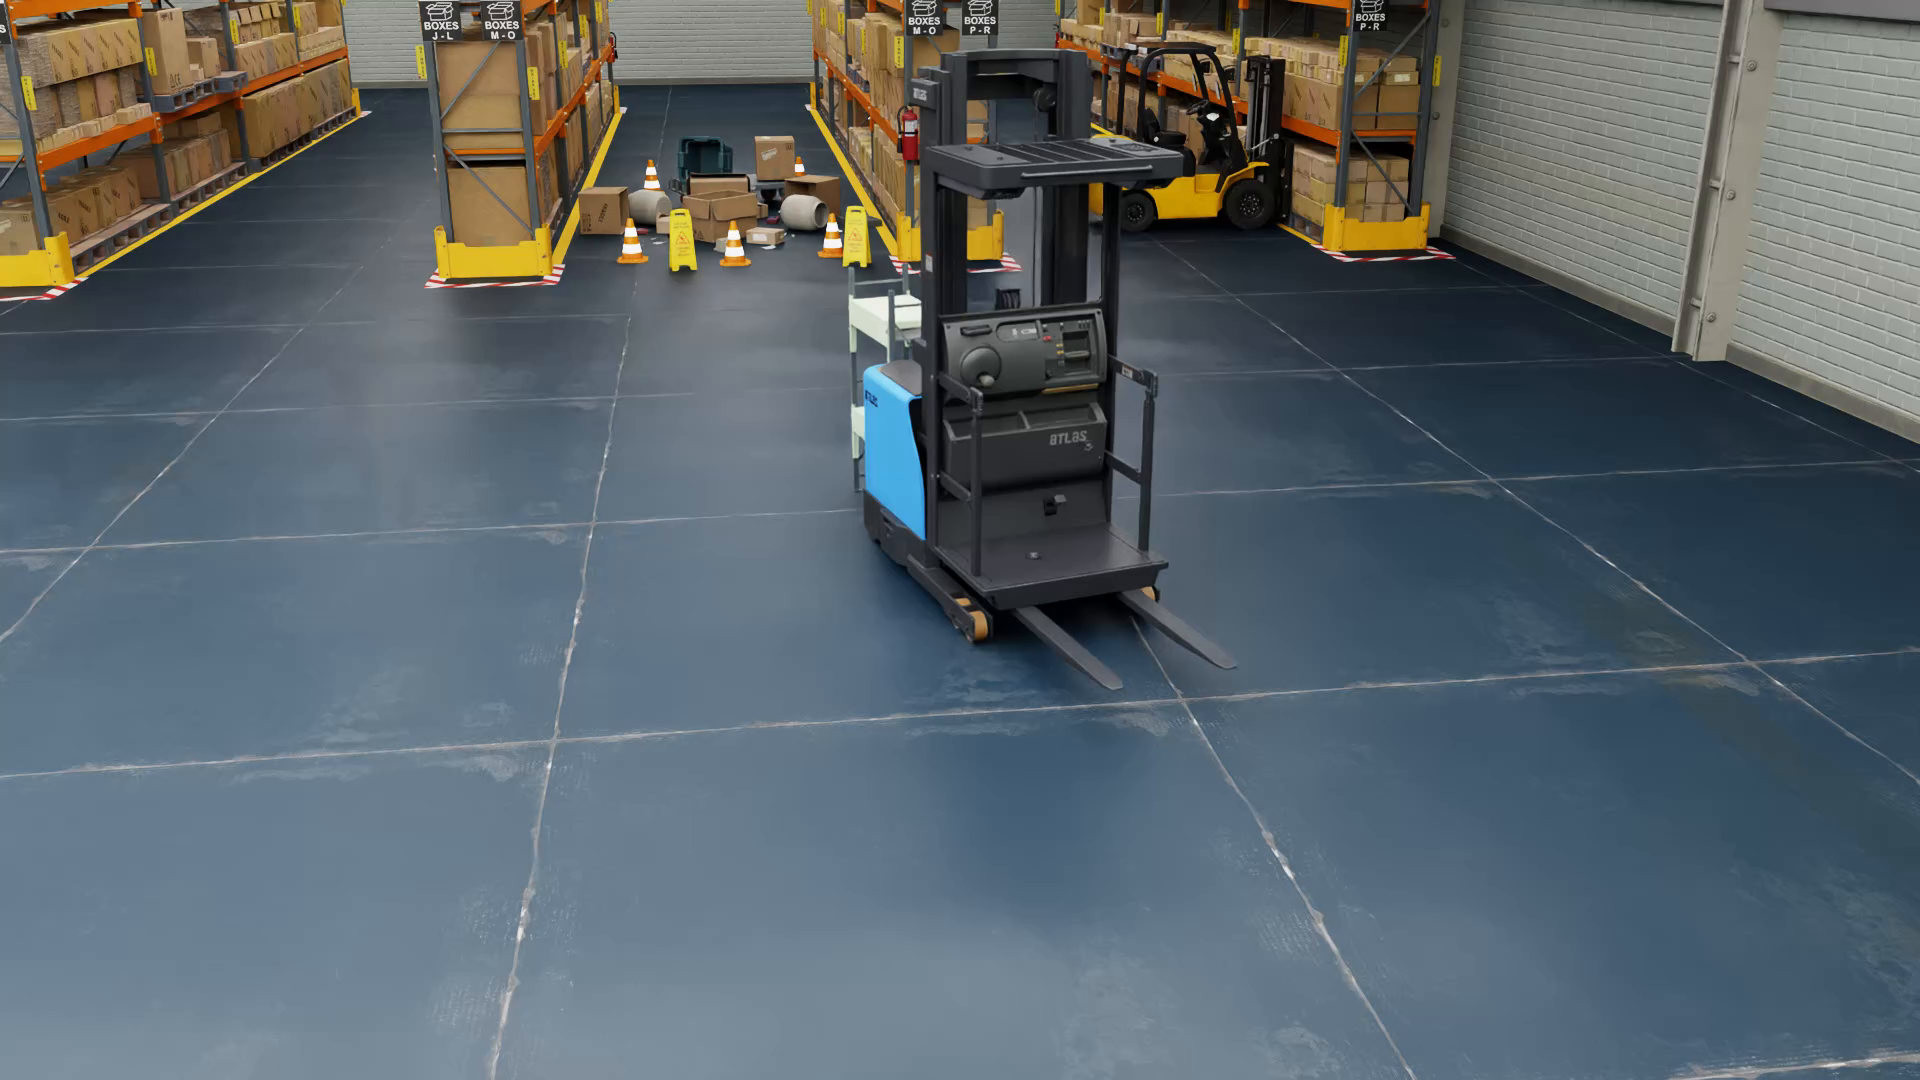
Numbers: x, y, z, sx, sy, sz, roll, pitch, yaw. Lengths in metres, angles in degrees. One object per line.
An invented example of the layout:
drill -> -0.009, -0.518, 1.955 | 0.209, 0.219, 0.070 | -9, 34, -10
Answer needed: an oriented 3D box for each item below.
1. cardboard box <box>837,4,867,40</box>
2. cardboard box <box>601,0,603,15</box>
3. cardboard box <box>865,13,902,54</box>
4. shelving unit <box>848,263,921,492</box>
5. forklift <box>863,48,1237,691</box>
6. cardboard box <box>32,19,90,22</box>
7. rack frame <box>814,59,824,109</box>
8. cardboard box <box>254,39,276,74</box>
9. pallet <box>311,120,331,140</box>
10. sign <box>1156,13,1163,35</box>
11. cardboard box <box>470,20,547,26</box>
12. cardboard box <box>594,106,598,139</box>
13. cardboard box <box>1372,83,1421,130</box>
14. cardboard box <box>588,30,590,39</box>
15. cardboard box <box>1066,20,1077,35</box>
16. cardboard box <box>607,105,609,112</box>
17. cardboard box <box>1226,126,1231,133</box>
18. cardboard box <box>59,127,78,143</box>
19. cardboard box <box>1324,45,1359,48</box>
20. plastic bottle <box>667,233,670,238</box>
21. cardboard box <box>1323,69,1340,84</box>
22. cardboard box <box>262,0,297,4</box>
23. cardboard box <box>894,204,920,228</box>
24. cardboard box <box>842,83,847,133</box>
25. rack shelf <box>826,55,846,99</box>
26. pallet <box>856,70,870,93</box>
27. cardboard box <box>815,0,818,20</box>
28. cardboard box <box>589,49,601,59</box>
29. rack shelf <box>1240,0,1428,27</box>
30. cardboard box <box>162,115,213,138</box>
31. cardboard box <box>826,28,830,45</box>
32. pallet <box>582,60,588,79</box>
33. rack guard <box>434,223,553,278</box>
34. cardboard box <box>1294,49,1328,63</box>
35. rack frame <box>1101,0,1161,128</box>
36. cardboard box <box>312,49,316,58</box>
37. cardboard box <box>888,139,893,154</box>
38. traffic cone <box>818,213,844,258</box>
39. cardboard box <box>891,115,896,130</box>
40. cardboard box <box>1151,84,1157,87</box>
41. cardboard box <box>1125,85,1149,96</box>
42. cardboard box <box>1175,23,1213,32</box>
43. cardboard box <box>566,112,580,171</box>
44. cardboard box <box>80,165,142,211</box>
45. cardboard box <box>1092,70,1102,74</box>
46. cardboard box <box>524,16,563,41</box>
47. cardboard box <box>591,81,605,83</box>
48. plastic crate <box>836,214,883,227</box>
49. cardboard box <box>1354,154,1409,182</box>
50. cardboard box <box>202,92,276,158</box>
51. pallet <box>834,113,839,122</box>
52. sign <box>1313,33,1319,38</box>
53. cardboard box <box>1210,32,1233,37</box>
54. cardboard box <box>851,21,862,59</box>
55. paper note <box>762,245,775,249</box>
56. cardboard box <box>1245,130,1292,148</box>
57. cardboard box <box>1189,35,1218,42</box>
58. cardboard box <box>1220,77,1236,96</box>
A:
cardboard box -> -1.670, -8.190, 26.284 | 0.500, 0.500, 0.500 | -3, 21, -7
cardboard box -> -6.743, -9.787, 30.136 | 0.500, 0.500, 0.500 | -4, 21, -10
cardboard box -> -0.829, -6.438, 21.168 | 0.700, 0.500, 0.500 | -3, 21, -8
shelving unit -> -0.382, -0.933, 10.572 | 0.431, 1.500, 0.755 | -8, 22, -21
forklift -> 0.438, -1.002, 8.710 | 1.130, 2.935, 3.031 | -8, 22, -21
cardboard box -> -10.671, -5.932, 19.816 | 0.500, 0.500, 0.500 | -3, 21, -8
rack frame -> -2.408, -10.101, 32.974 | 1.000, 3.000, 0.127 | -3, 21, -8
cardboard box -> -11.086, -7.589, 26.105 | 0.500, 0.500, 0.500 | -3, 21, -8
pallet -> -11.670, -7.177, 29.131 | 1.003, 0.211, 1.213 | -3, 21, -8
sign -> 3.121, -8.058, 25.961 | 0.100, 0.325, 0.005 | -3, 21, -8
cardboard box -> -5.542, -6.108, 20.526 | 0.875, 0.550, 0.550 | -3, 21, -8
cardboard box -> -6.215, -6.858, 27.264 | 0.500, 0.500, 0.500 | -3, 21, -9
cardboard box -> 5.014, -5.045, 19.295 | 0.500, 0.500, 0.500 | -2, 21, -6
cardboard box -> -6.462, -8.522, 28.080 | 0.380, 0.149, 0.250 | -2, 21, -6
cardboard box -> 2.375, -10.077, 32.698 | 0.500, 0.250, 0.500 | -3, 21, -7
cardboard box -> -6.752, -8.061, 30.985 | 0.380, 0.149, 0.250 | -3, 21, -7
cardboard box -> 4.147, -5.462, 23.348 | 0.875, 0.625, 0.625 | -2, 21, -5
cardboard box -> -9.837, -4.402, 18.074 | 0.380, 0.149, 0.250 | -3, 21, -8
cardboard box -> 4.737, -6.058, 20.655 | 0.380, 0.149, 0.250 | -2, 21, -6
plastic bottle -> -3.407, -3.629, 19.846 | 0.133, 0.061, 0.283 | -11, 23, -26
cardboard box -> 4.417, -5.357, 19.201 | 0.380, 0.149, 0.250 | -3, 21, -7
cardboard box -> -12.259, -9.490, 30.054 | 0.500, 0.500, 0.500 | -3, 21, -9
cardboard box -> -0.487, -3.745, 19.285 | 0.500, 0.250, 0.500 | -3, 21, -8
cardboard box -> -1.525, -7.395, 28.164 | 0.875, 0.875, 0.875 | -2, 21, -6
rack shelf -> -1.543, -7.687, 27.538 | 1.077, 0.370, 4.000 | -3, 21, -8
pallet -> -0.928, -6.558, 23.762 | 1.003, 0.211, 1.213 | -3, 21, -8
cardboard box -> -2.457, -10.079, 31.344 | 0.500, 0.500, 0.500 | -3, 21, -8
cardboard box -> -6.432, -8.428, 28.855 | 0.380, 0.149, 0.250 | -2, 21, -6
rack shelf -> 4.522, -6.574, 20.271 | 1.077, 0.370, 4.000 | -3, 21, -8
cardboard box -> -10.848, -5.804, 23.342 | 0.500, 0.250, 0.500 | -1, 20, -2
cardboard box -> -2.047, -8.714, 28.759 | 0.500, 0.250, 0.500 | -4, 21, -9
pallet -> -6.346, -7.198, 25.476 | 1.213, 0.211, 1.003 | -3, 21, -8
rack guard -> -4.981, -3.097, 17.795 | 1.175, 0.500, 0.348 | -3, 21, -8
cardboard box -> 4.267, -5.853, 20.106 | 0.380, 0.149, 0.250 | -3, 21, -7
rack frame -> 3.080, -8.968, 29.940 | 1.000, 3.000, 0.127 | -3, 21, -8
cardboard box -> -11.467, -8.491, 29.022 | 0.380, 0.149, 0.250 | -3, 21, -9
cardboard box -> -0.663, -4.692, 19.821 | 0.380, 0.149, 0.250 | -2, 21, -5
traffic cone -> -1.440, -3.457, 18.810 | 0.336, 0.463, 0.334 | -3, 21, -8
cardboard box -> -0.596, -4.822, 19.199 | 0.380, 0.149, 0.250 | -3, 21, -7
cardboard box -> 3.569, -7.923, 29.187 | 0.380, 0.149, 0.250 | -4, 21, -10
cardboard box -> 3.086, -7.797, 28.850 | 0.380, 0.149, 0.250 | -3, 21, -8
cardboard box -> 3.737, -8.013, 26.639 | 0.500, 0.500, 0.500 | -2, 21, -5
cardboard box -> -6.010, -5.672, 23.729 | 1.050, 0.750, 0.750 | -3, 21, -7
cardboard box -> -10.466, -4.332, 20.499 | 0.500, 0.500, 0.500 | -4, 21, -9
cardboard box -> 2.498, -9.163, 33.431 | 0.797, 0.503, 0.637 | -4, 21, -10
cardboard box -> -5.933, -7.053, 23.242 | 0.700, 0.500, 0.500 | -3, 21, -9
cardboard box -> -6.985, -8.696, 31.836 | 0.380, 0.149, 0.250 | -3, 21, -7
plastic crate -> -1.263, -3.994, 20.795 | 0.402, 0.080, 0.583 | -11, 23, -26
cardboard box -> 4.928, -4.366, 19.519 | 0.500, 0.250, 0.500 | -3, 21, -9
cardboard box -> -11.140, -6.273, 25.161 | 1.225, 0.875, 0.875 | -4, 21, -10
pallet -> -1.863, -7.677, 30.469 | 1.003, 0.211, 1.213 | -3, 21, -8
sign -> 4.783, -6.669, 22.435 | 0.100, 0.325, 0.005 | -3, 21, -8
cardboard box -> 4.029, -7.654, 25.351 | 0.380, 0.149, 0.250 | -3, 21, -8
cardboard box -> -1.336, -7.367, 24.484 | 0.500, 0.500, 0.500 | -2, 21, -5
paper note -> -2.207, -3.397, 19.269 | 0.148, 0.019, 0.142 | -11, 23, -26
cardboard box -> 4.057, -5.214, 21.790 | 0.500, 0.250, 0.500 | -3, 21, -8
cardboard box -> 3.630, -7.453, 24.814 | 0.380, 0.149, 0.250 | -3, 21, -7
cardboard box -> 3.902, -6.289, 22.982 | 0.500, 0.250, 0.500 | -2, 21, -7
